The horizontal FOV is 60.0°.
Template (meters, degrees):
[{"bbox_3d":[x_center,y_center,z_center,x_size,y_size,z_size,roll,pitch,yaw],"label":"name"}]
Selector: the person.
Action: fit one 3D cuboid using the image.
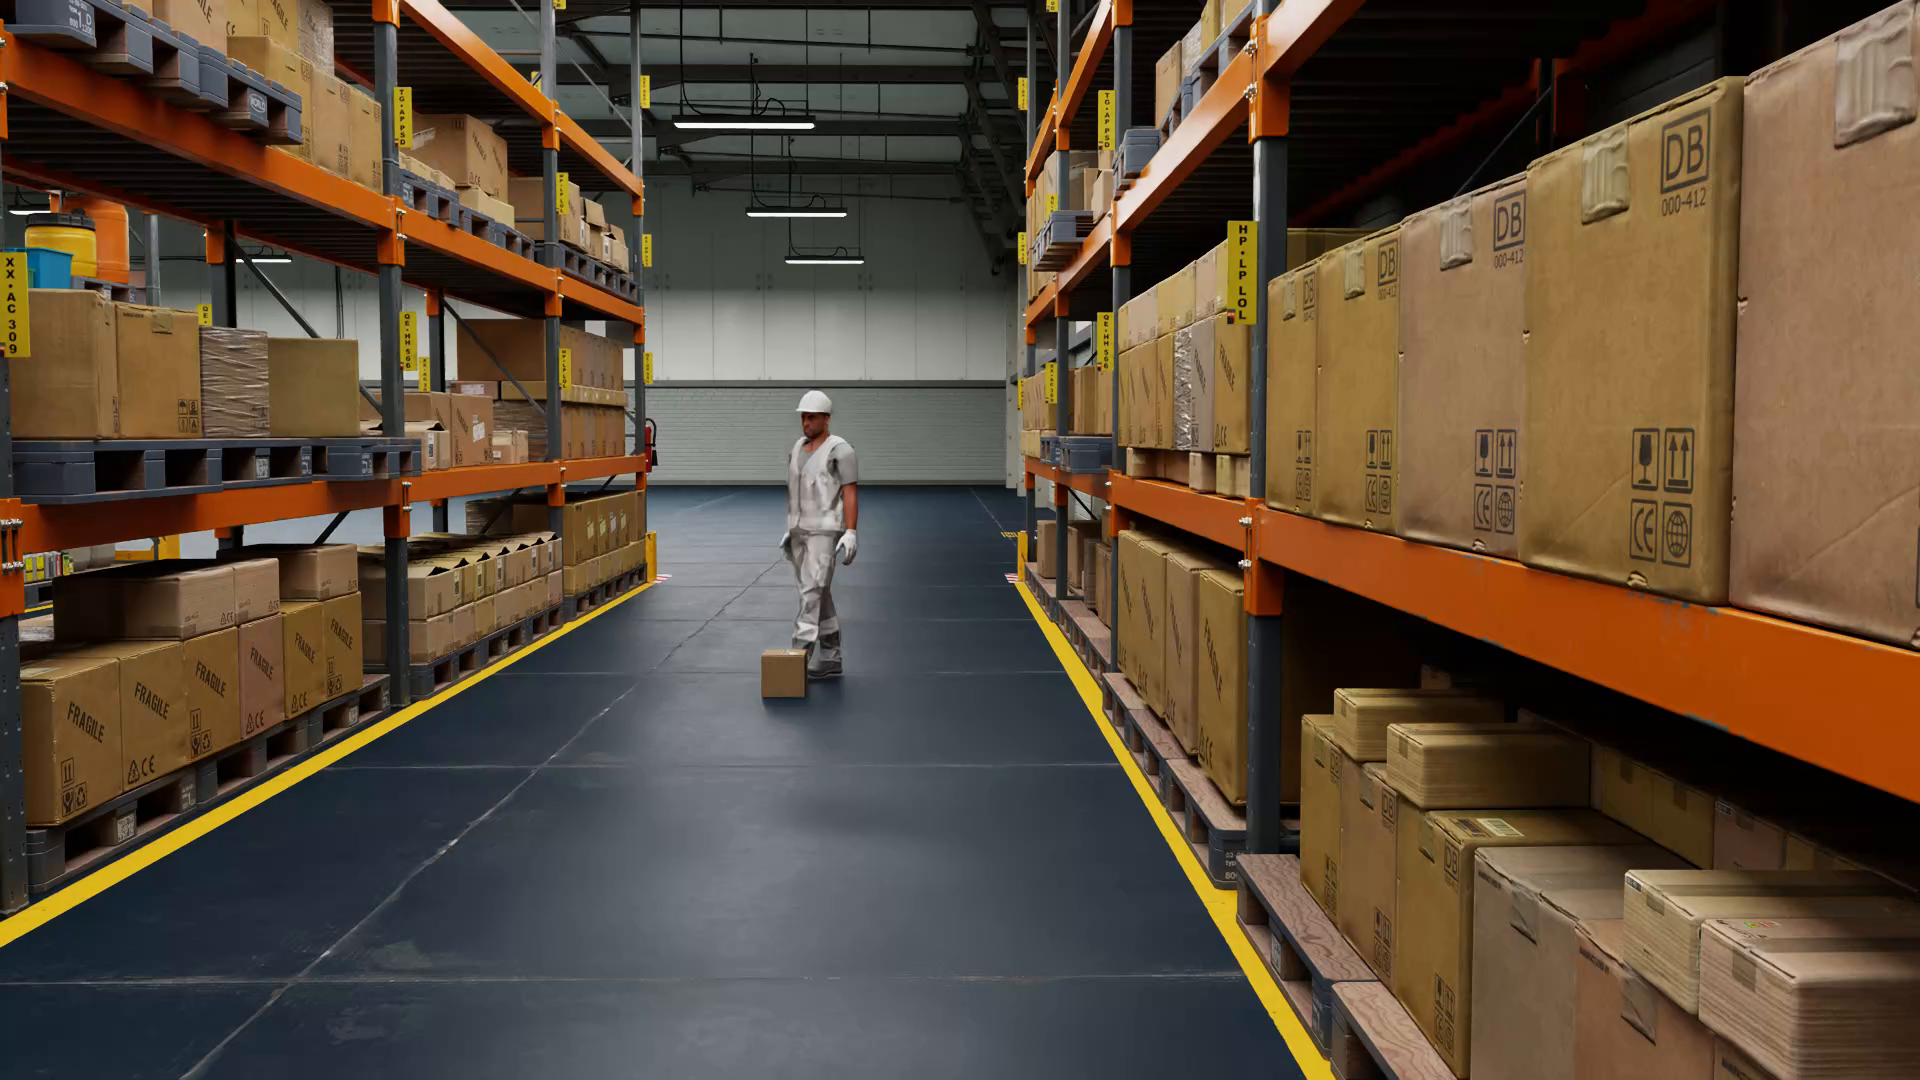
[{"bbox_3d":[-0.978,-0.024,10.185,0.577,1.773,0.731,3,5,42],"label":"person"}]
